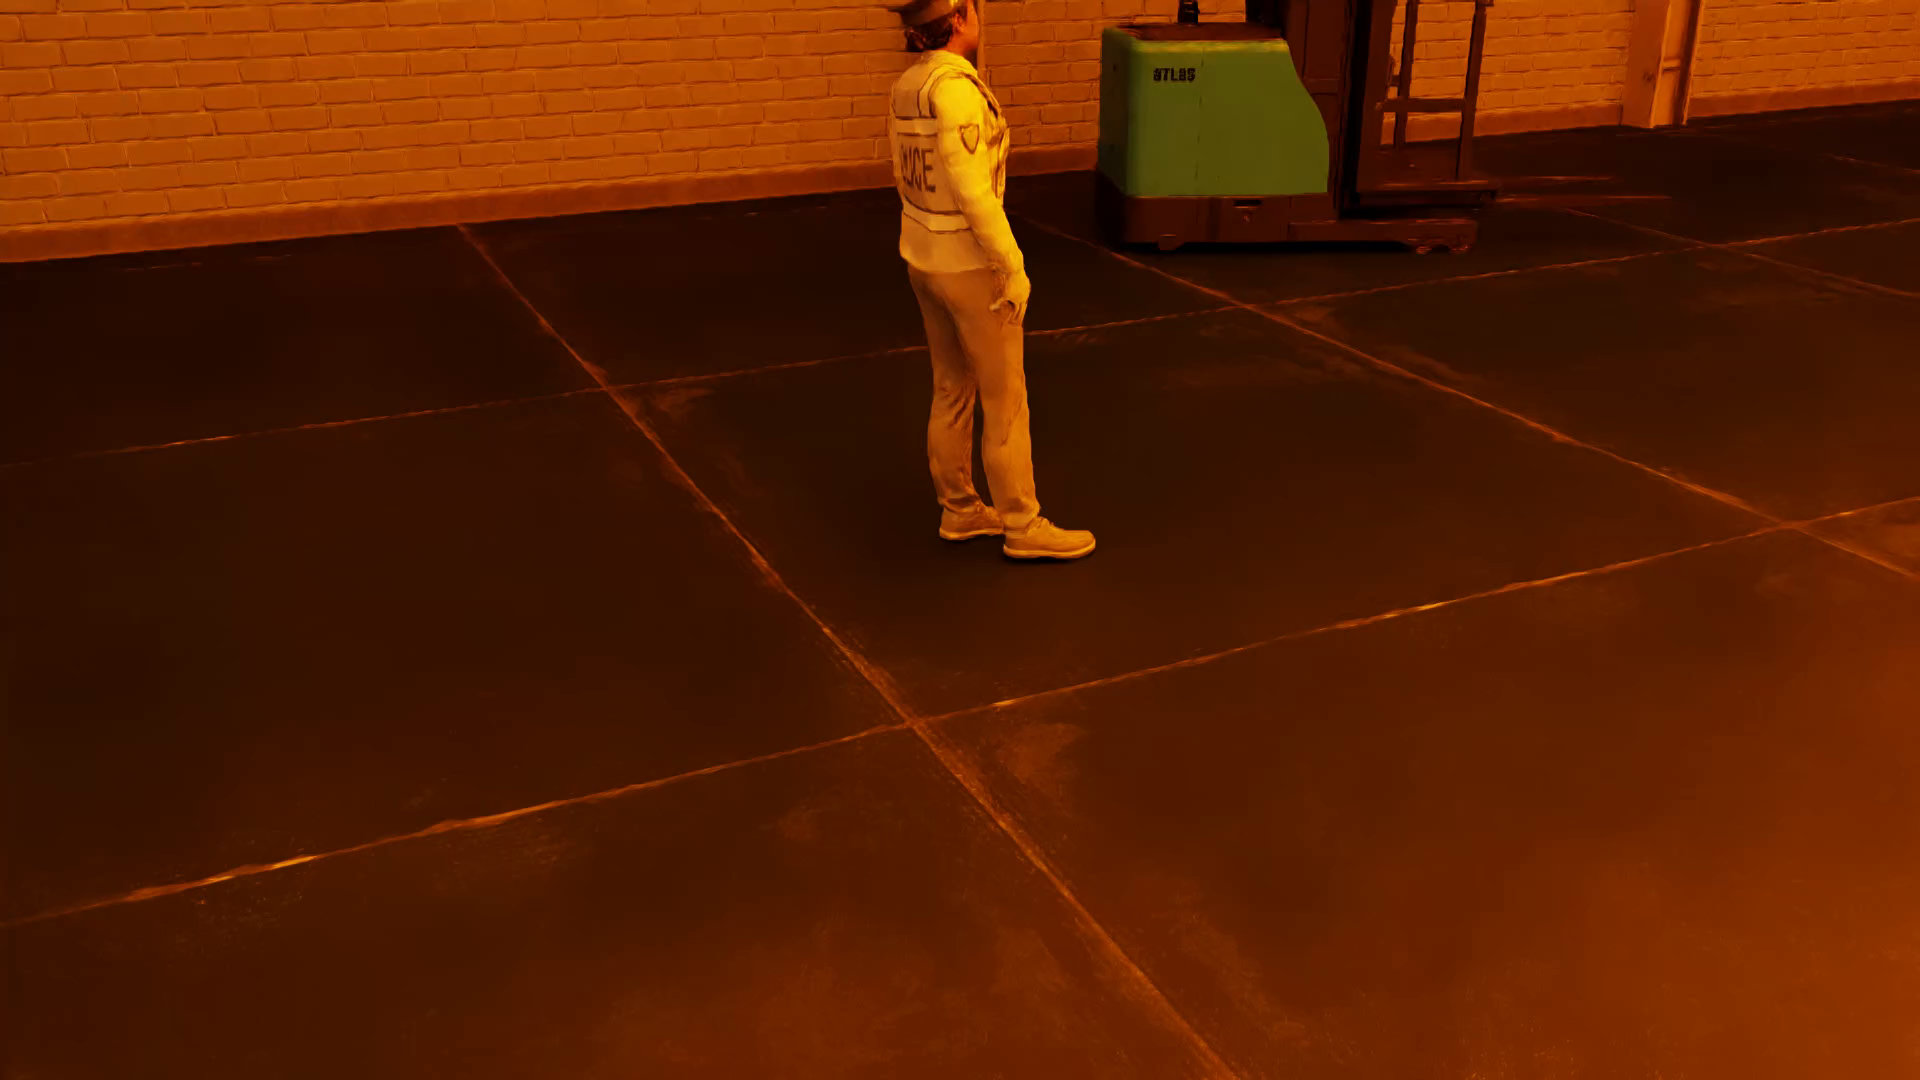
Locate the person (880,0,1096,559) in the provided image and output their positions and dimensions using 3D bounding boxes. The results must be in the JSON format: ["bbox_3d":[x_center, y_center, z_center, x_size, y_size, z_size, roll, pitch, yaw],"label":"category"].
[{"bbox_3d":[0.064,-0.798,4.799,0.533,1.695,0.586,-10,25,-23],"label":"person"}]

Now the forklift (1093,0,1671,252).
[{"bbox_3d":[2.308,-3.076,8.690,3.031,2.935,1.130,-2,23,-5],"label":"forklift"}]
